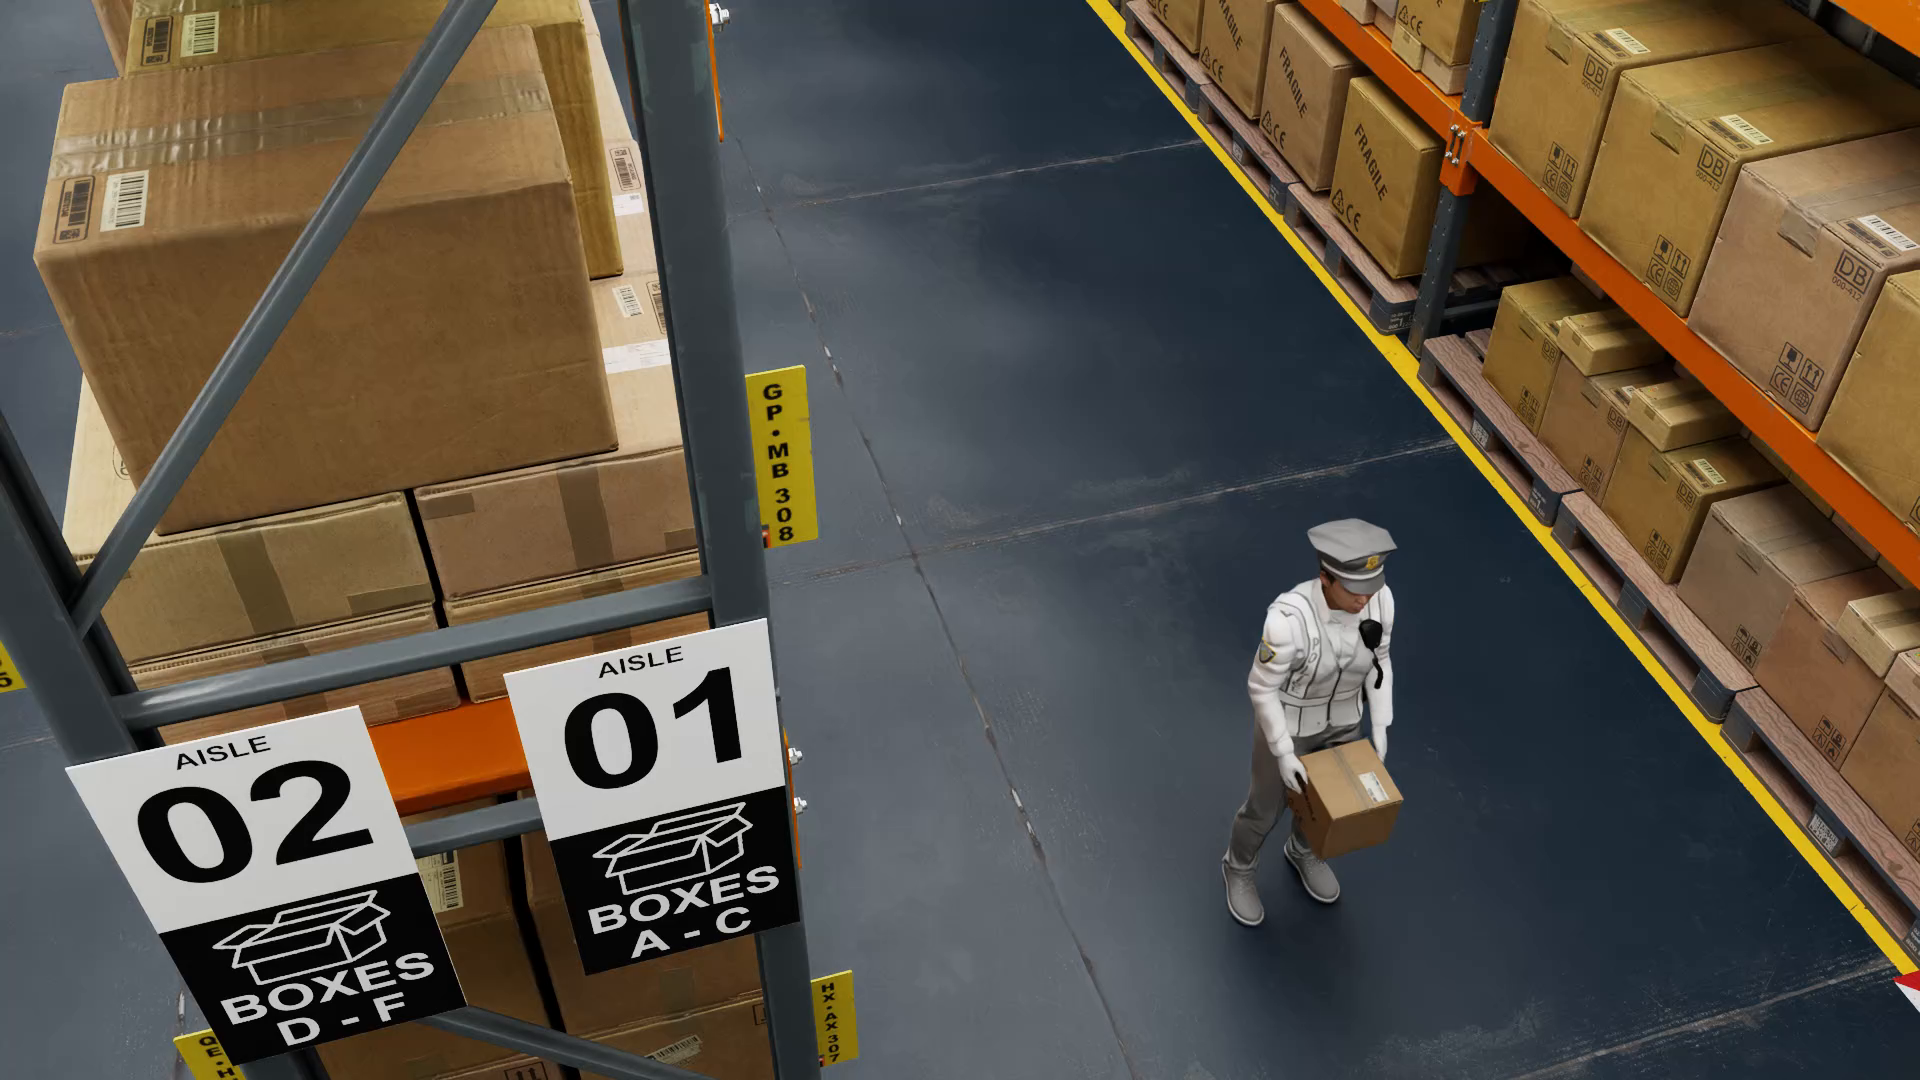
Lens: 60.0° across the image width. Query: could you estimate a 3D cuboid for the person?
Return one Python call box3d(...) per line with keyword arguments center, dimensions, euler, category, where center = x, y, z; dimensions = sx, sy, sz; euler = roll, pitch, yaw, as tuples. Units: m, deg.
box3d(center=(1.169, 0.612, 5.476), dimensions=(0.501, 1.682, 0.398), euler=(-13, 44, -14), category="person")
